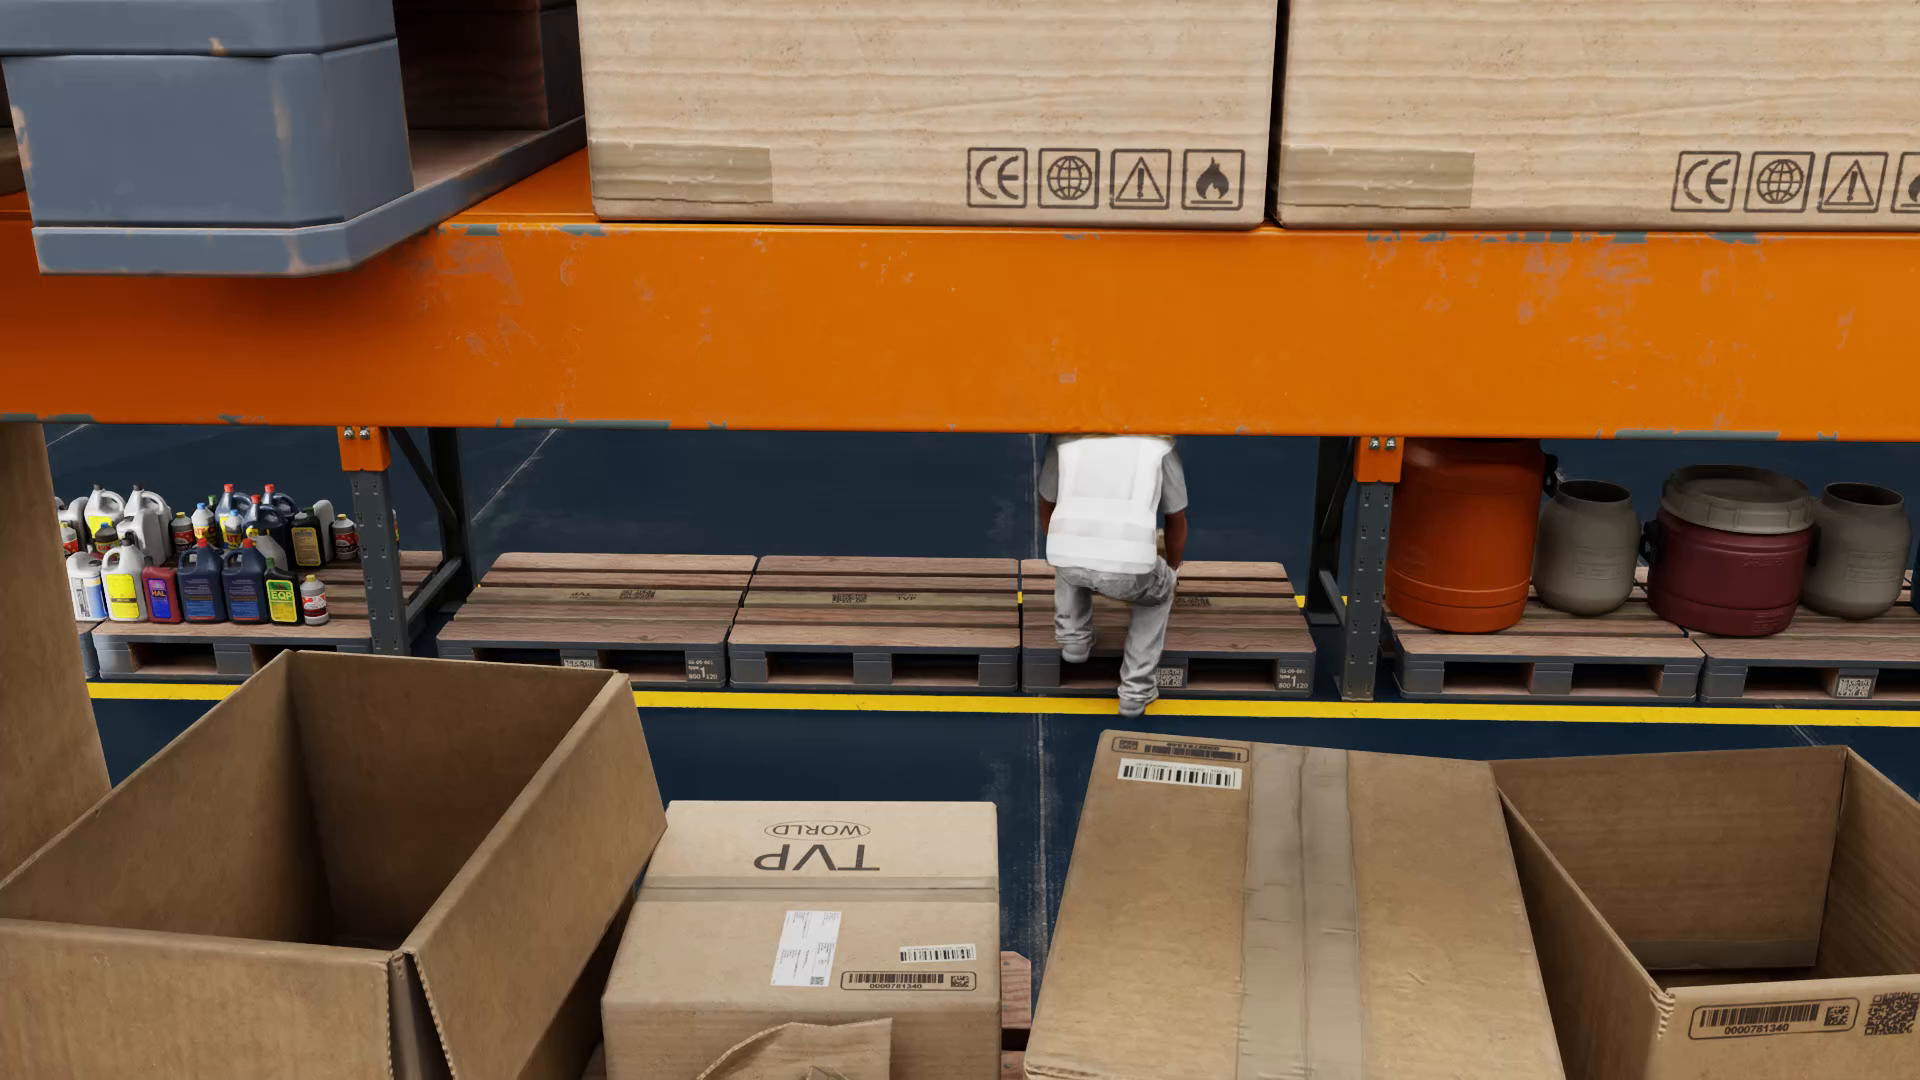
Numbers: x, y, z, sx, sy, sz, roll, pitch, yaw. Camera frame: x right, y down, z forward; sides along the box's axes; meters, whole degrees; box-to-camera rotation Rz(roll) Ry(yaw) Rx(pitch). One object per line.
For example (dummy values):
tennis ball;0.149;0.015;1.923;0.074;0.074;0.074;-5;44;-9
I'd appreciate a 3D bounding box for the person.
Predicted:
person;0.581;0.048;6.687;0.609;1.247;0.861;7;22;18
